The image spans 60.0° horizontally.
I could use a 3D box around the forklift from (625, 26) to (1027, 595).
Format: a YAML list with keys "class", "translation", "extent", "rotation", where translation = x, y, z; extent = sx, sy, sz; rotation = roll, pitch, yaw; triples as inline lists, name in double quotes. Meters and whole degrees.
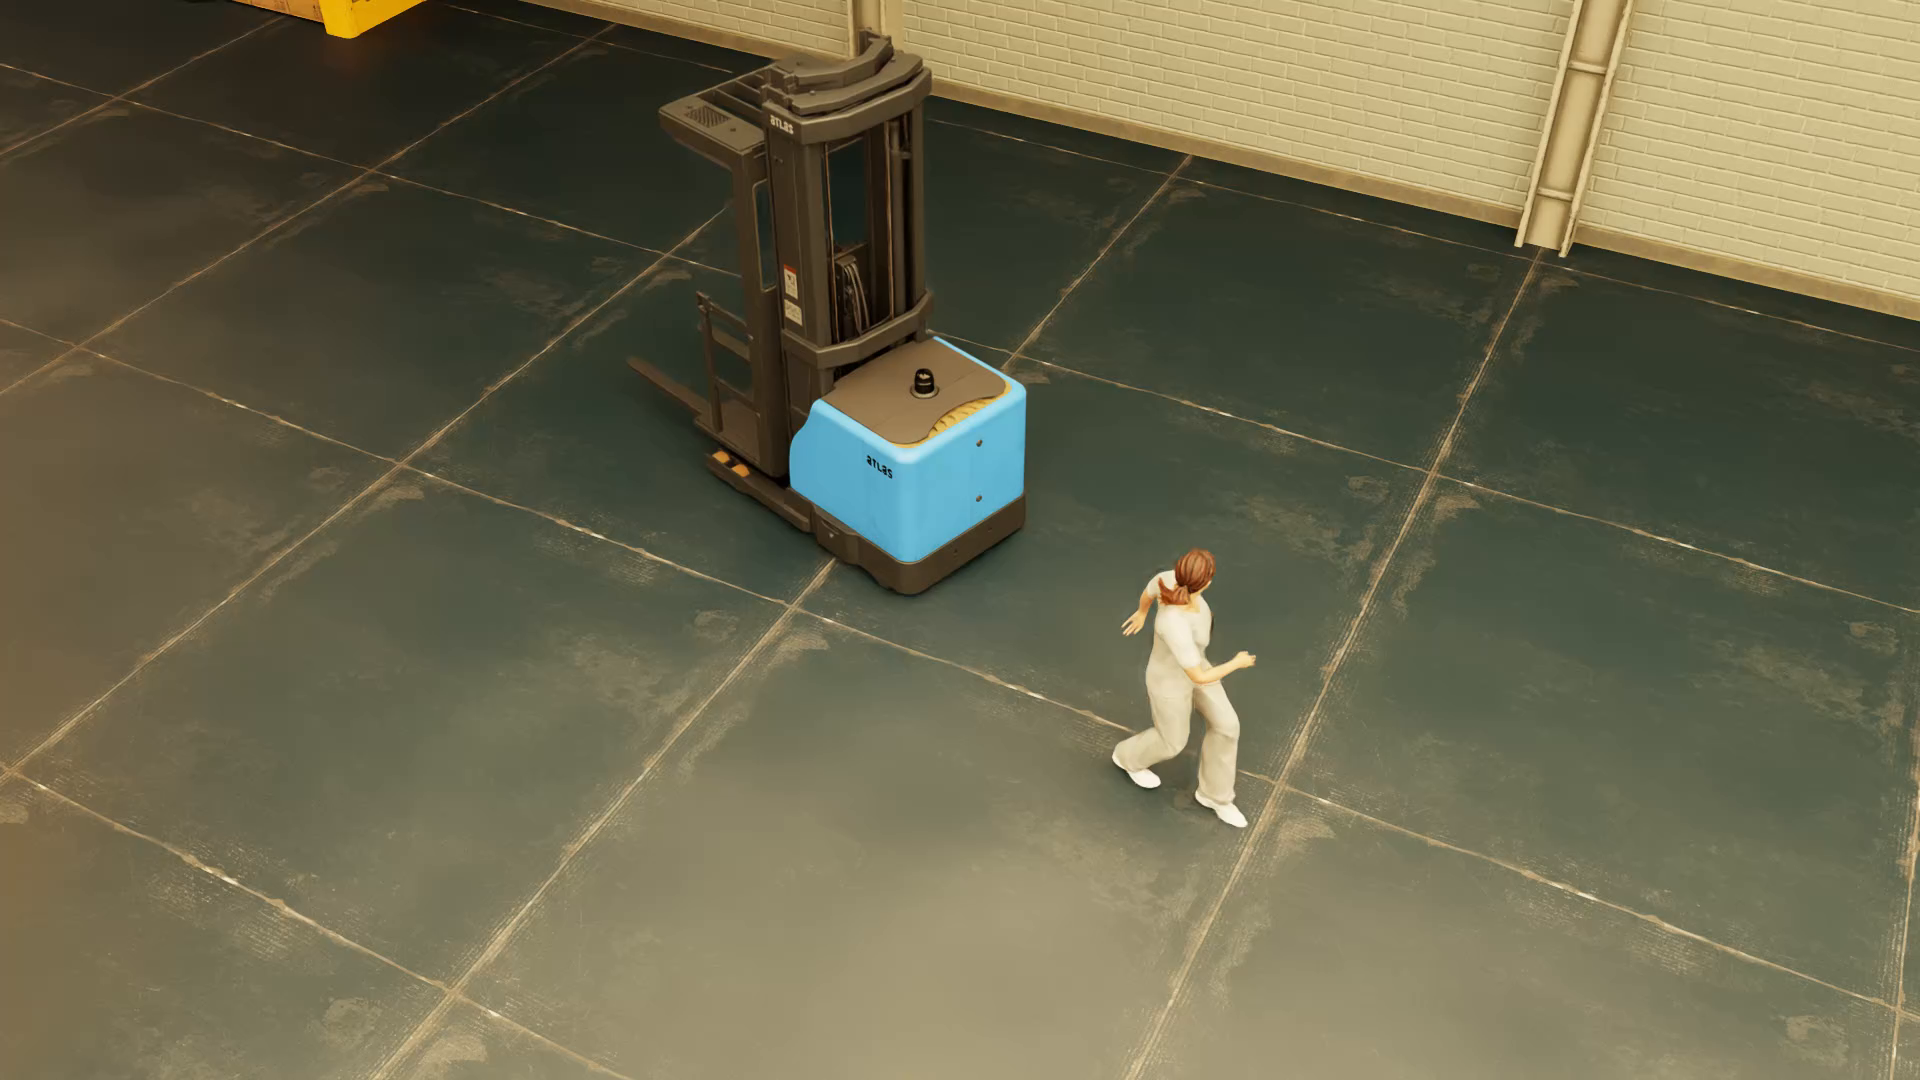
- class: "forklift"
  translation: [-0.991, -1.646, 9.941]
  extent: [1.130, 2.935, 3.031]
  rotation: [-33, 50, -33]

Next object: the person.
- class: "person"
  translation: [1.118, 0.693, 8.217]
  extent: [0.875, 1.627, 0.475]
  rotation: [21, 45, 23]
